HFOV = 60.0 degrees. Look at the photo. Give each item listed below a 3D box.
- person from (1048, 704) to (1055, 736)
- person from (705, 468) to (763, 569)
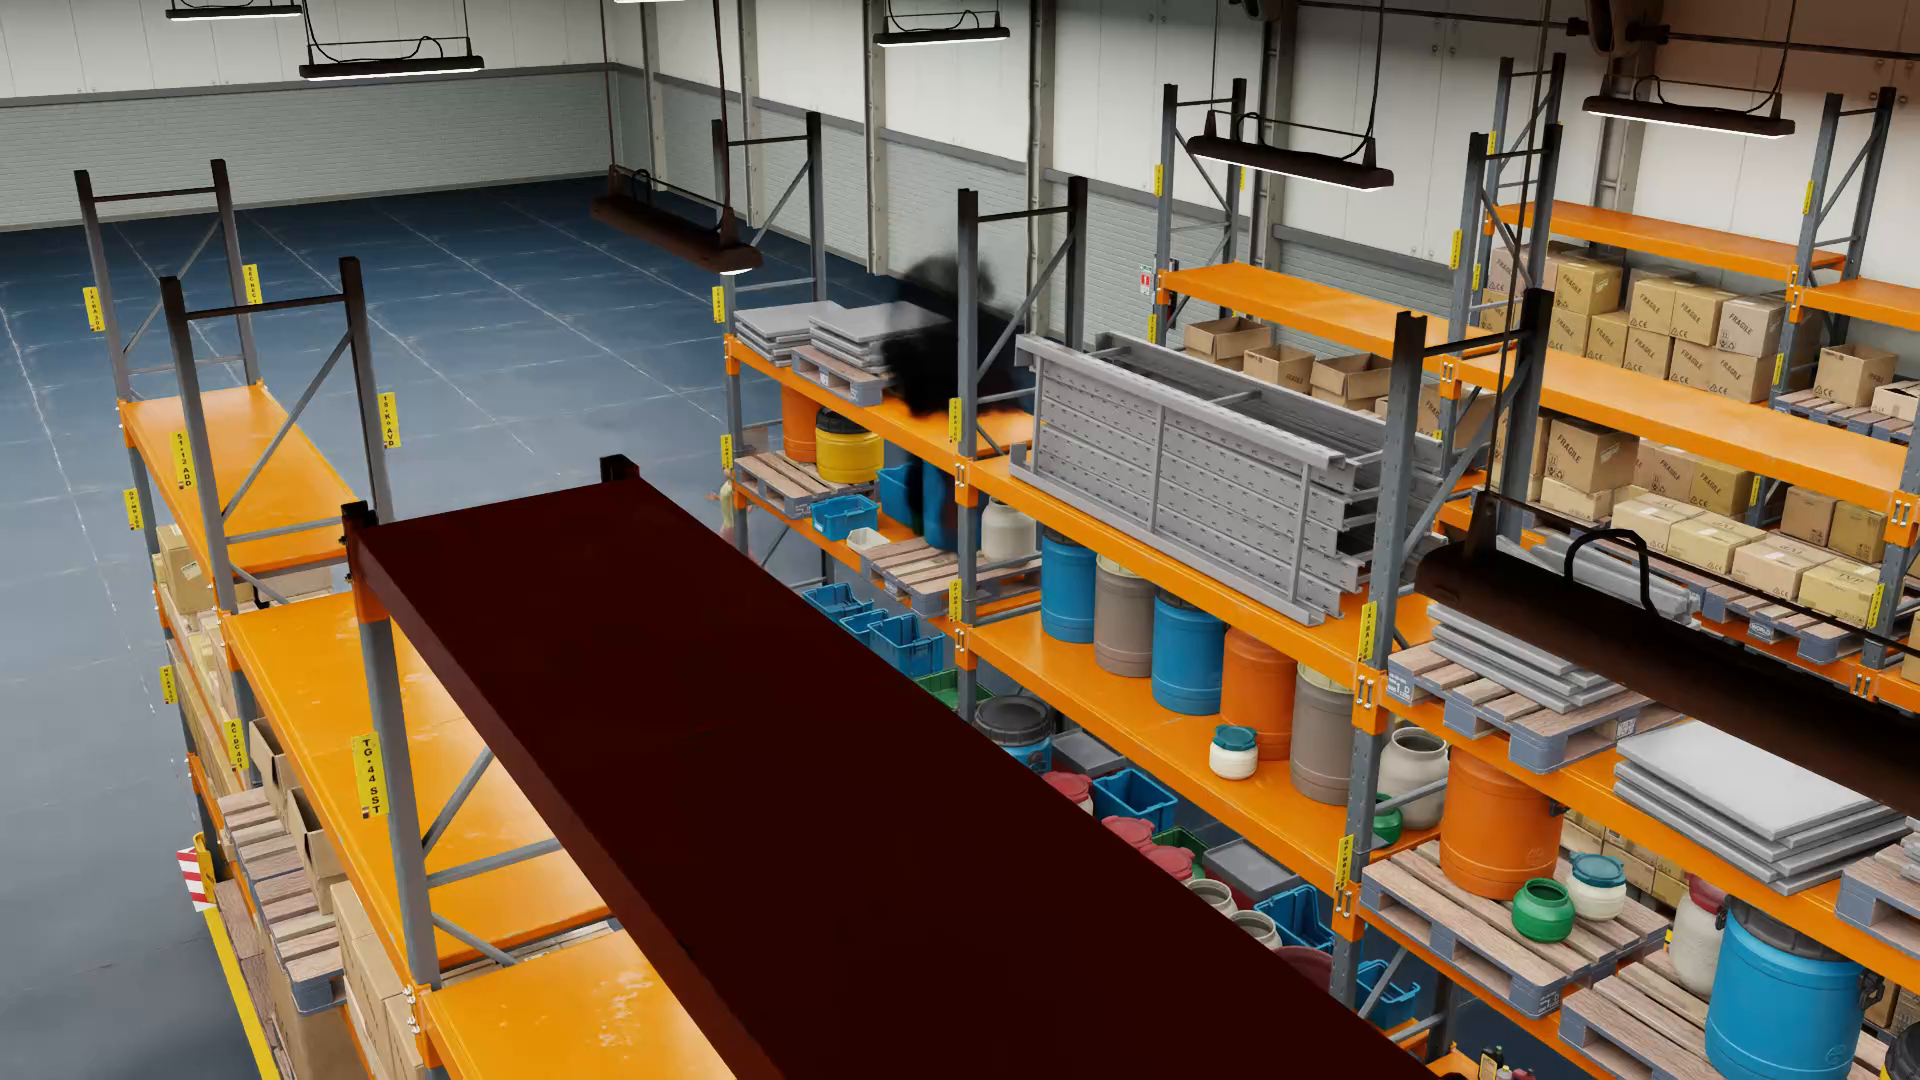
[{"bbox_3d":[1.004,1.323,15.065,0.575,1.695,0.842,-16,27,-35],"label":"person"},{"bbox_3d":[-2.627,-0.158,19.537,0.692,1.716,0.559,-2,22,-5],"label":"person"}]
